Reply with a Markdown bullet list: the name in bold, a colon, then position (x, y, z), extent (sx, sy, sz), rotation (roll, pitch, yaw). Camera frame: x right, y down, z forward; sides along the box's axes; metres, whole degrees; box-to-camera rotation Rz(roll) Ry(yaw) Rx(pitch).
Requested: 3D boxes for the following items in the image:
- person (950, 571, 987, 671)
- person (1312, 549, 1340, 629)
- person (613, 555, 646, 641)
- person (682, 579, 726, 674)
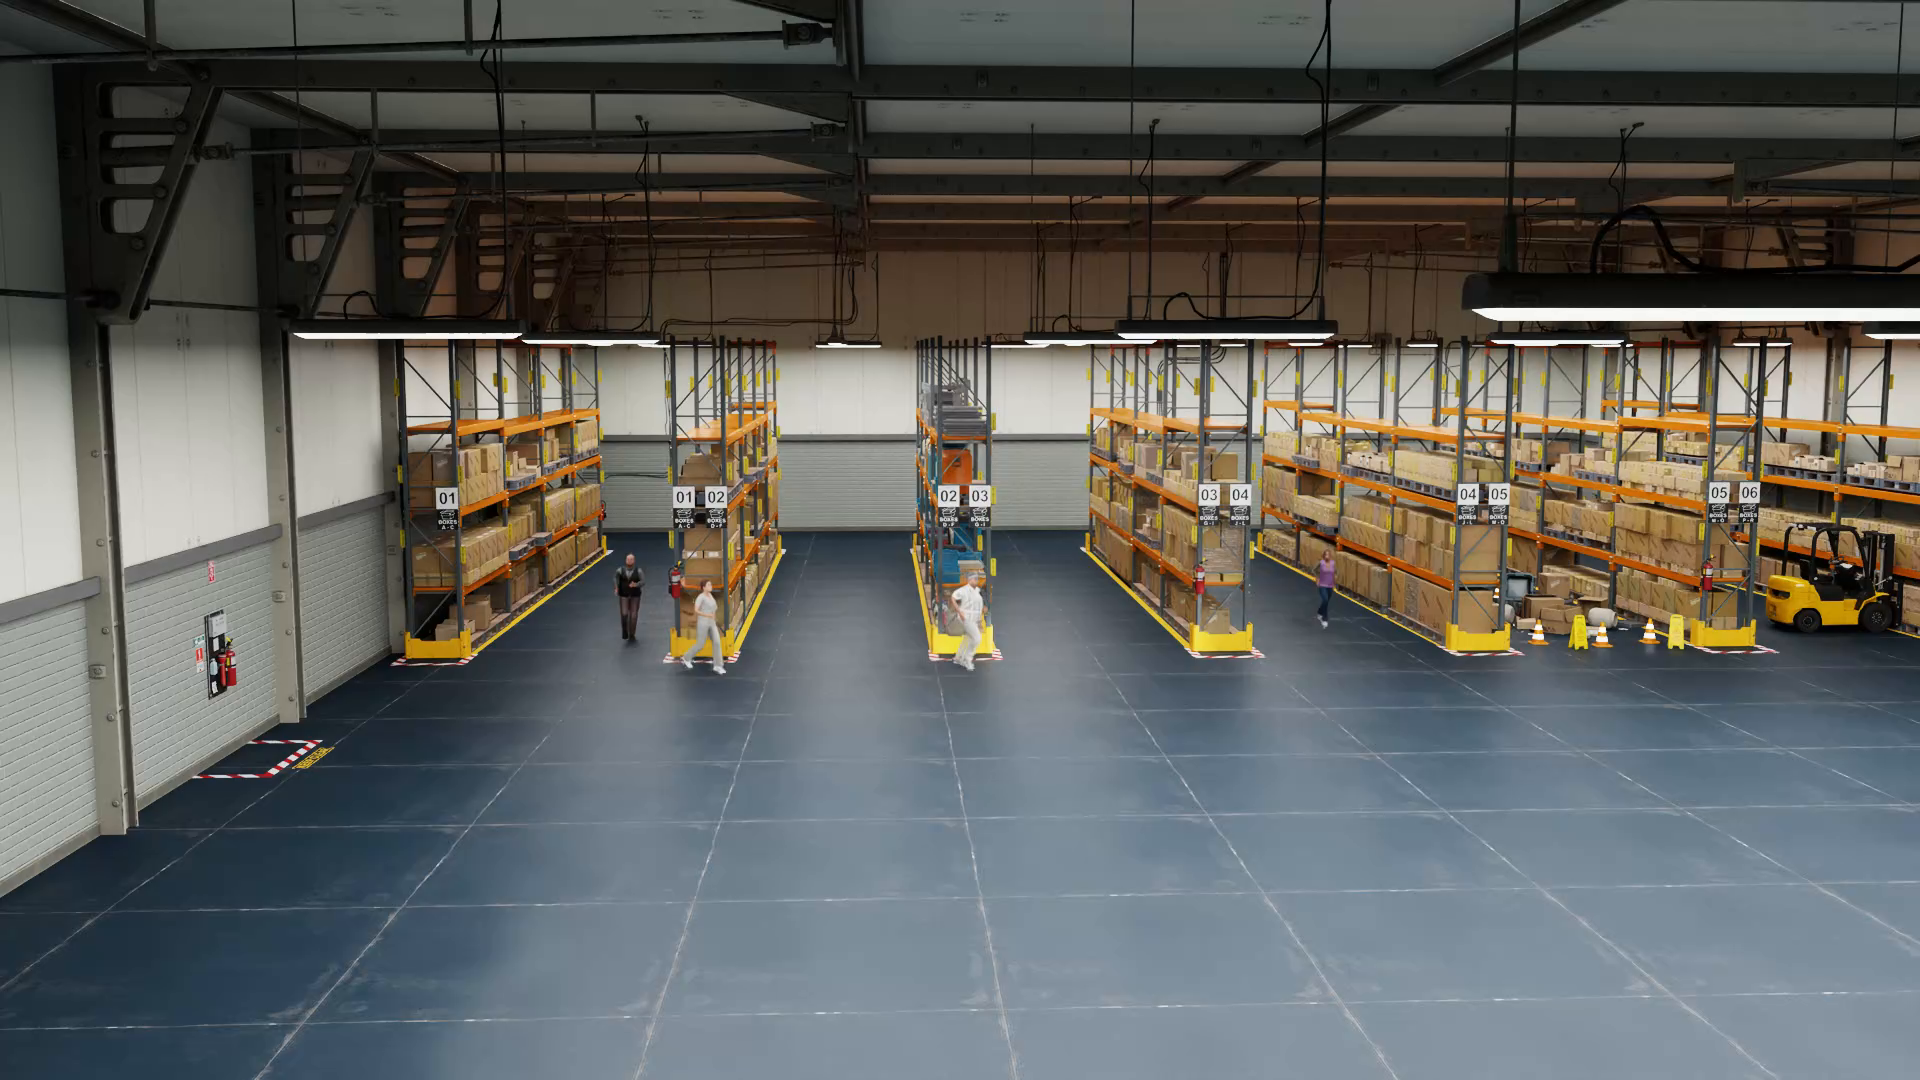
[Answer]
- **person**: position (0.184, 1.463, 30.005), extent (0.694, 1.828, 0.655), rotation (4, 8, 30)
- **person**: position (7.616, 0.994, 34.640), extent (0.533, 1.630, 0.736), rotation (-1, 7, -12)
- **person**: position (-6.534, 1.138, 32.874), extent (0.644, 1.699, 0.642), rotation (-1, 7, -12)
- **person**: position (-4.519, 1.522, 29.637), extent (0.973, 1.669, 0.603), rotation (4, 8, 30)
